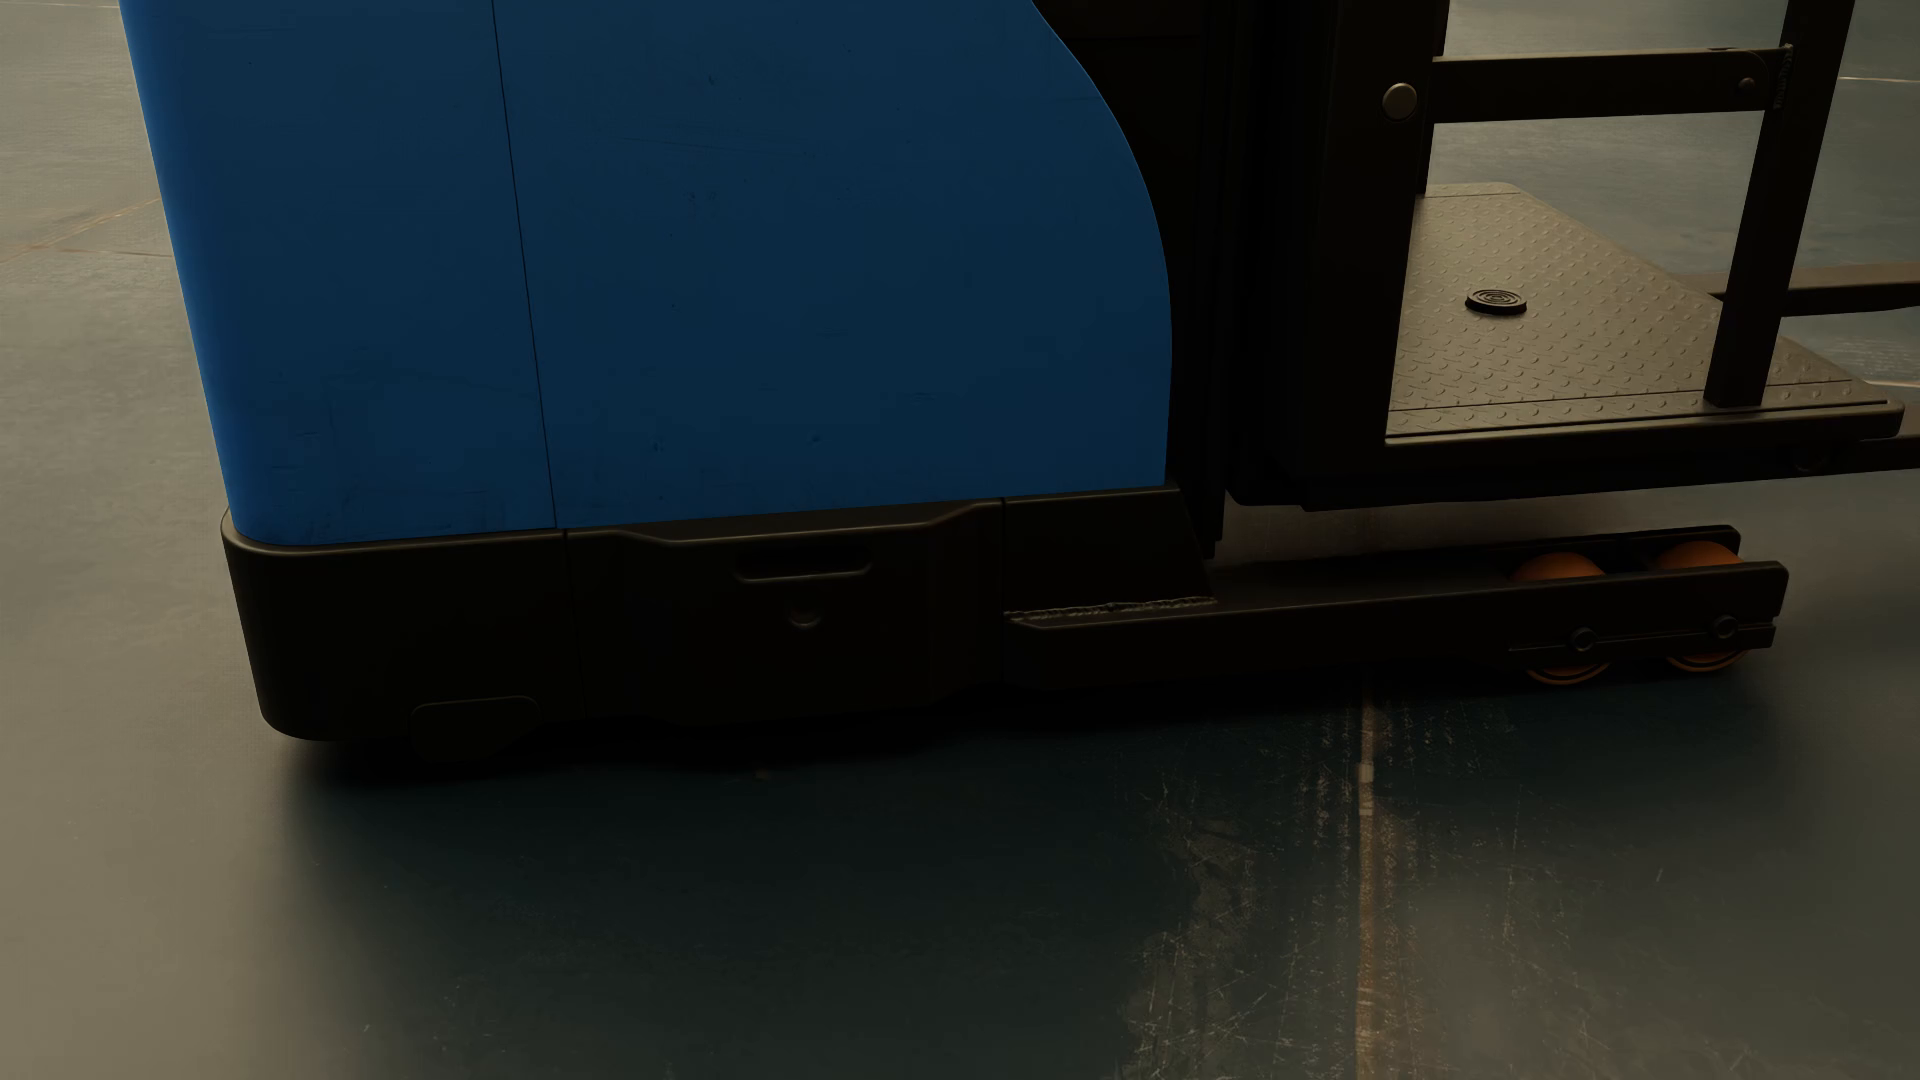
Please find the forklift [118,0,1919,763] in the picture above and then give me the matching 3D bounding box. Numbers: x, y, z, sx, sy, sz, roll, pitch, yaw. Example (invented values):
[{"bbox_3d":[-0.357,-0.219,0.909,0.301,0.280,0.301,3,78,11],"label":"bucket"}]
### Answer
[{"bbox_3d":[0.600,-1.354,1.930,3.031,2.935,1.130,-4,27,-9],"label":"forklift"}]
